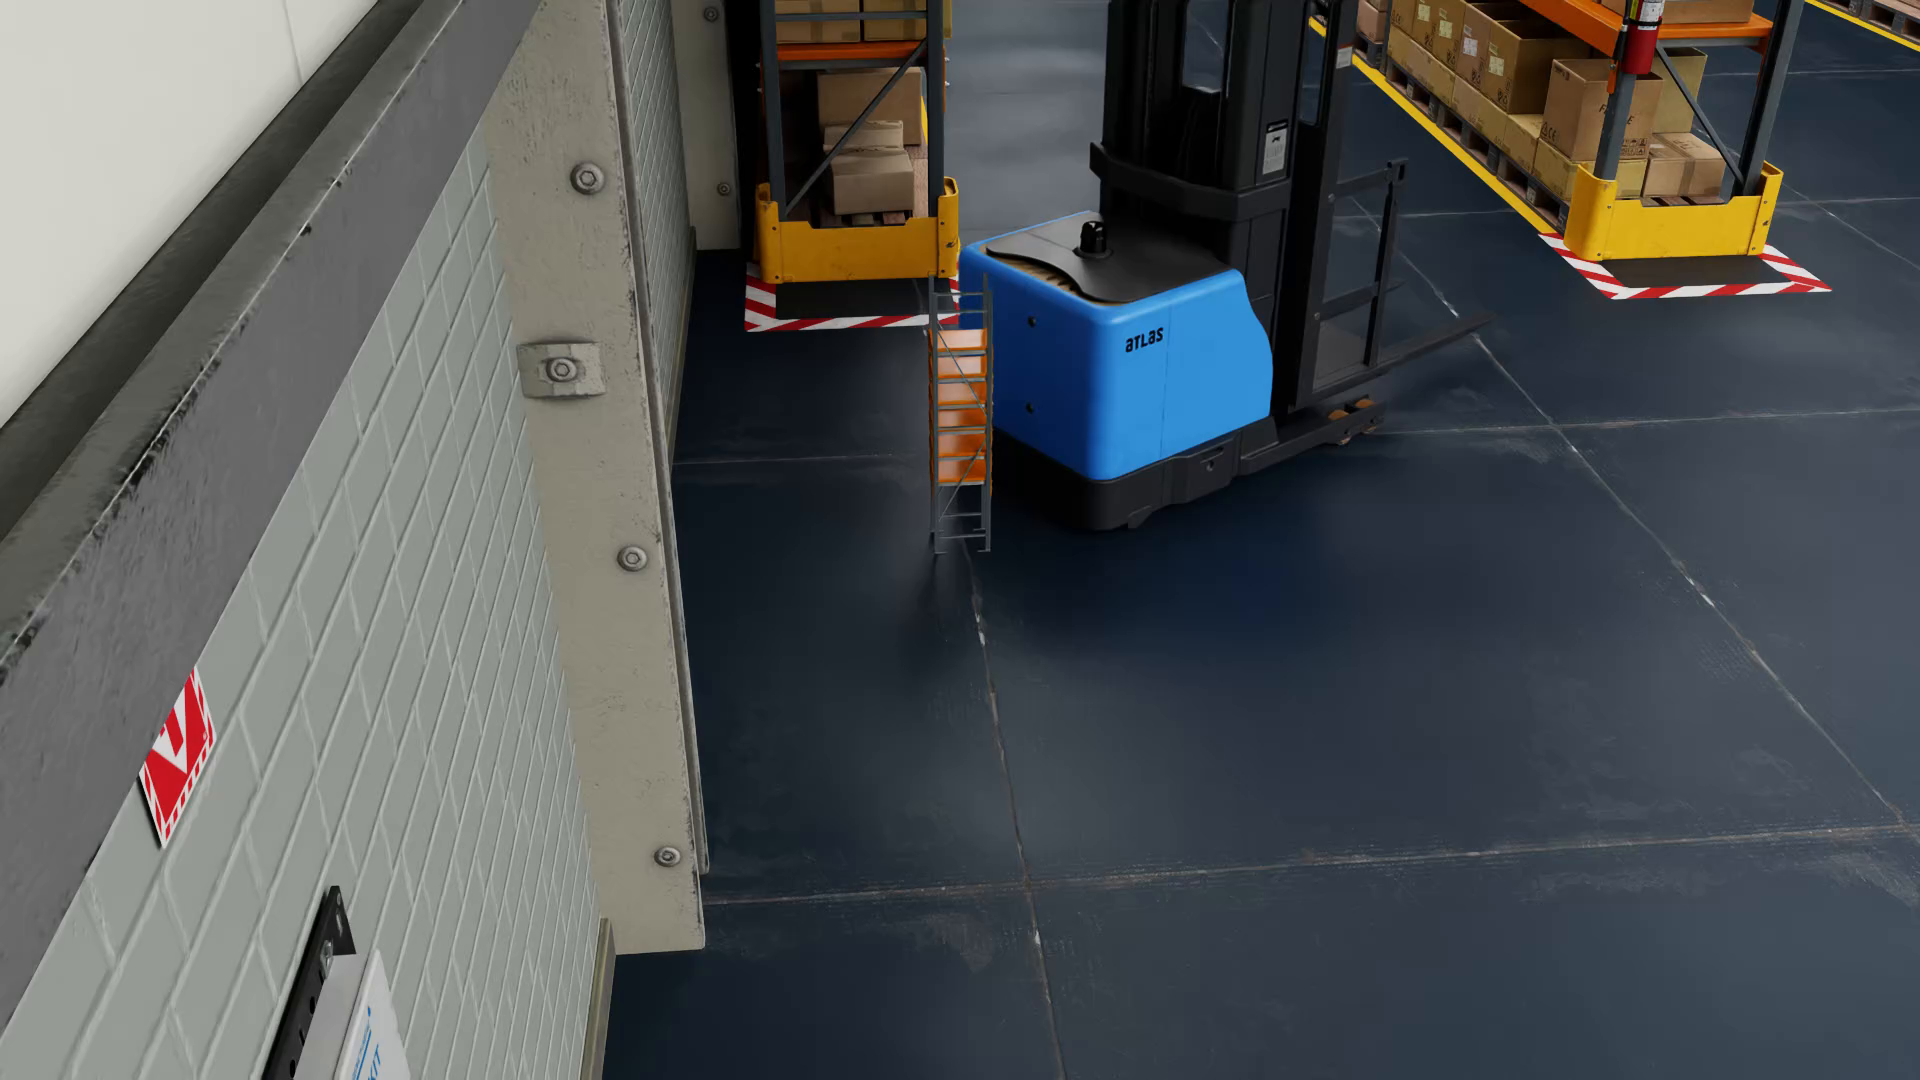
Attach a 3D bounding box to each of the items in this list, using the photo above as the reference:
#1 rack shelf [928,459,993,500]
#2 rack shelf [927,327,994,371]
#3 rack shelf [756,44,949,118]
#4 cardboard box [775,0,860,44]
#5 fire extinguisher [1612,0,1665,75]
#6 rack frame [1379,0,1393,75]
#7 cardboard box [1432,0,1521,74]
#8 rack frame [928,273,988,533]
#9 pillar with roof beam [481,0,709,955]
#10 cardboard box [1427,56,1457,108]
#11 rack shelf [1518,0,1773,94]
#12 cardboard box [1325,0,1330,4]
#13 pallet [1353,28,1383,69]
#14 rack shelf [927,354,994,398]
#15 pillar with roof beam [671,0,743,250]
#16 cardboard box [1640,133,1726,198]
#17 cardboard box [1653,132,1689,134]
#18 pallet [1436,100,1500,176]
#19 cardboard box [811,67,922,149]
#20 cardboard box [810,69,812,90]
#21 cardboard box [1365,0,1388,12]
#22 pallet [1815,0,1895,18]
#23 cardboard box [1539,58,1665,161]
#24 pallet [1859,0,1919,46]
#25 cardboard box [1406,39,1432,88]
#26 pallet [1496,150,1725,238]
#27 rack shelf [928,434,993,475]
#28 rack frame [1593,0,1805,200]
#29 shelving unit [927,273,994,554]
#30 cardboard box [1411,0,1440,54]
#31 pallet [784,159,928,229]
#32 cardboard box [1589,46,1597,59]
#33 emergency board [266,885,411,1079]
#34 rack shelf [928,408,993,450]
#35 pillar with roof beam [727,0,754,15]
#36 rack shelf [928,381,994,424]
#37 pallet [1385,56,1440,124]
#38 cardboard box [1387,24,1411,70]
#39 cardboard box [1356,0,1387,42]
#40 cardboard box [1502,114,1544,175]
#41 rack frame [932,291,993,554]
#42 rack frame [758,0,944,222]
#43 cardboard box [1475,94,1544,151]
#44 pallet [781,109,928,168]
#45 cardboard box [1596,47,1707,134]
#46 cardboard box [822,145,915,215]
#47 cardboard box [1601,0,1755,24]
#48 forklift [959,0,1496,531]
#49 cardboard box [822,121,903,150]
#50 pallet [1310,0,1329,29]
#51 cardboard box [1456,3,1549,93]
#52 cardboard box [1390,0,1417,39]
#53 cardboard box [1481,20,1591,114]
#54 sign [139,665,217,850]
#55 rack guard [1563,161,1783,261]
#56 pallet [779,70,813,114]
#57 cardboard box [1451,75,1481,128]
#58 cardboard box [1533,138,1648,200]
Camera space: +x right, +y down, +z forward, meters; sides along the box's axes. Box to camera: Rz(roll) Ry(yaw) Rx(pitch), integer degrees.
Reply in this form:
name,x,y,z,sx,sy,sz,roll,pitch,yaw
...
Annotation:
name,x,y,z,sx,sy,sz,roll,pitch,yaw
rack shelf,0.001,-0.264,7.076,0.258,0.103,0.180,-3,31,-5
rack shelf,0.001,-0.779,6.768,0.258,0.103,0.180,-3,31,-5
rack shelf,-0.782,-3.579,11.019,1.077,0.370,4.000,-3,31,-5
cardboard box,-0.832,-3.041,9.542,0.500,0.250,0.500,-2,31,-4
fire extinguisher,3.885,-2.991,9.407,0.296,0.674,0.183,-3,31,-5
rack frame,3.962,-5.149,12.945,1.000,3.000,0.127,-3,31,-5
cardboard box,3.788,-3.708,12.073,0.500,0.500,0.500,-3,31,-5
rack frame,-0.007,-0.554,7.008,0.240,1.200,0.006,-3,31,-5
pillar with roof beam,3.325,-2.902,3.332,9.100,9.000,0.400,-3,31,-5
cardboard box,3.787,-3.386,12.266,0.500,0.250,0.500,-3,31,-5
rack shelf,4.149,-3.819,11.420,1.077,0.370,4.000,-3,31,-5
cardboard box,3.541,-4.866,14.743,0.500,0.250,0.500,-2,31,-3
pallet,3.855,-4.326,14.286,1.003,0.211,1.213,-3,31,-5
rack shelf,0.001,-0.676,6.830,0.258,0.103,0.180,-3,31,-5
pillar with roof beam,2.764,-5.965,8.461,9.100,9.000,0.400,-3,31,-5
cardboard box,4.508,-2.391,10.599,0.500,0.250,0.500,-3,31,-5
cardboard box,4.457,-2.646,11.026,0.500,0.250,0.500,-3,31,-5
pallet,4.112,-2.919,11.931,1.003,0.211,1.213,-3,31,-5
cardboard box,-0.643,-3.008,11.370,0.700,0.500,0.500,-5,31,-8
cardboard box,-0.832,-3.497,12.188,0.500,0.500,0.500,-5,31,-8
cardboard box,3.639,-4.582,13.721,0.500,0.311,0.500,-3,31,-5
pallet,8.665,-5.210,15.767,1.003,0.211,1.213,-3,31,-5
cardboard box,3.990,-2.688,10.365,0.500,0.500,0.500,-3,31,-5
pallet,8.782,-4.586,14.722,1.003,0.211,1.213,-3,31,-5
cardboard box,3.746,-3.642,12.694,0.500,0.250,0.500,-3,31,-5
pallet,4.223,-2.298,10.891,1.003,0.211,1.213,-3,31,-5
rack shelf,0.001,-0.367,7.014,0.258,0.103,0.180,-3,31,-5
rack frame,4.336,-3.106,9.526,1.000,3.000,0.127,-3,31,-5
shelving unit,0.001,-0.508,6.930,0.258,1.200,0.189,-3,31,-5
cardboard box,3.749,-3.964,12.501,0.500,0.500,0.500,-3,31,-5
pallet,-0.643,-2.125,10.602,1.003,0.211,1.213,-3,31,-5
cardboard box,4.399,-3.223,11.261,0.500,0.500,0.500,-3,31,-5
emergency board,-0.769,1.144,2.410,0.194,1.169,0.643,-3,31,-5
rack shelf,0.001,-0.470,6.953,0.258,0.103,0.180,-3,31,-5
pillar with roof beam,2.203,-9.028,13.589,9.100,9.000,0.400,-3,31,-5
rack shelf,0.001,-0.573,6.891,0.258,0.103,0.180,-3,31,-5
pallet,3.995,-3.544,12.977,1.003,0.211,1.213,-3,31,-5
cardboard box,3.704,-3.897,13.121,0.500,0.250,0.500,-3,31,-5
cardboard box,3.635,-4.346,13.873,0.500,0.250,0.500,-3,31,-5
cardboard box,3.933,-2.621,10.984,0.500,0.250,0.500,-3,31,-5
rack frame,0.010,-0.461,6.852,0.240,1.200,0.006,-3,31,-5
rack frame,-0.595,-2.867,9.125,1.000,3.000,0.127,-3,31,-5
cardboard box,3.885,-2.876,11.411,0.500,0.250,0.500,-3,31,-5
pallet,-0.754,-2.747,11.643,1.003,0.211,1.213,-3,31,-5
cardboard box,4.459,-2.968,10.834,0.500,0.500,0.500,-3,31,-5
cardboard box,-0.571,-2.259,10.300,0.500,0.311,0.500,-6,31,-10
cardboard box,4.305,-3.388,9.900,0.700,0.500,0.500,-3,31,-5
forklift,1.448,-1.907,7.585,3.031,2.935,1.130,-22,37,-32
cardboard box,-0.624,-2.550,10.788,0.500,0.311,0.500,0,31,0
pallet,3.738,-4.950,15.331,1.003,0.211,1.213,-3,31,-5
cardboard box,3.836,-3.453,11.646,0.500,0.500,0.500,-3,31,-5
cardboard box,3.694,-4.219,12.928,0.500,0.500,0.500,-3,31,-5
cardboard box,3.882,-3.198,11.219,0.500,0.500,0.500,-3,31,-5
sign,-0.867,0.157,1.801,0.001,0.298,0.199,-3,31,-5
rack guard,4.338,-2.021,10.146,1.175,0.500,0.348,-3,31,-5
pallet,-0.871,-3.371,12.688,1.003,0.211,1.213,-3,31,-5
cardboard box,3.840,-3.131,11.839,0.500,0.250,0.500,-3,31,-5
cardboard box,3.992,-2.366,10.558,0.500,0.250,0.500,-3,31,-5
